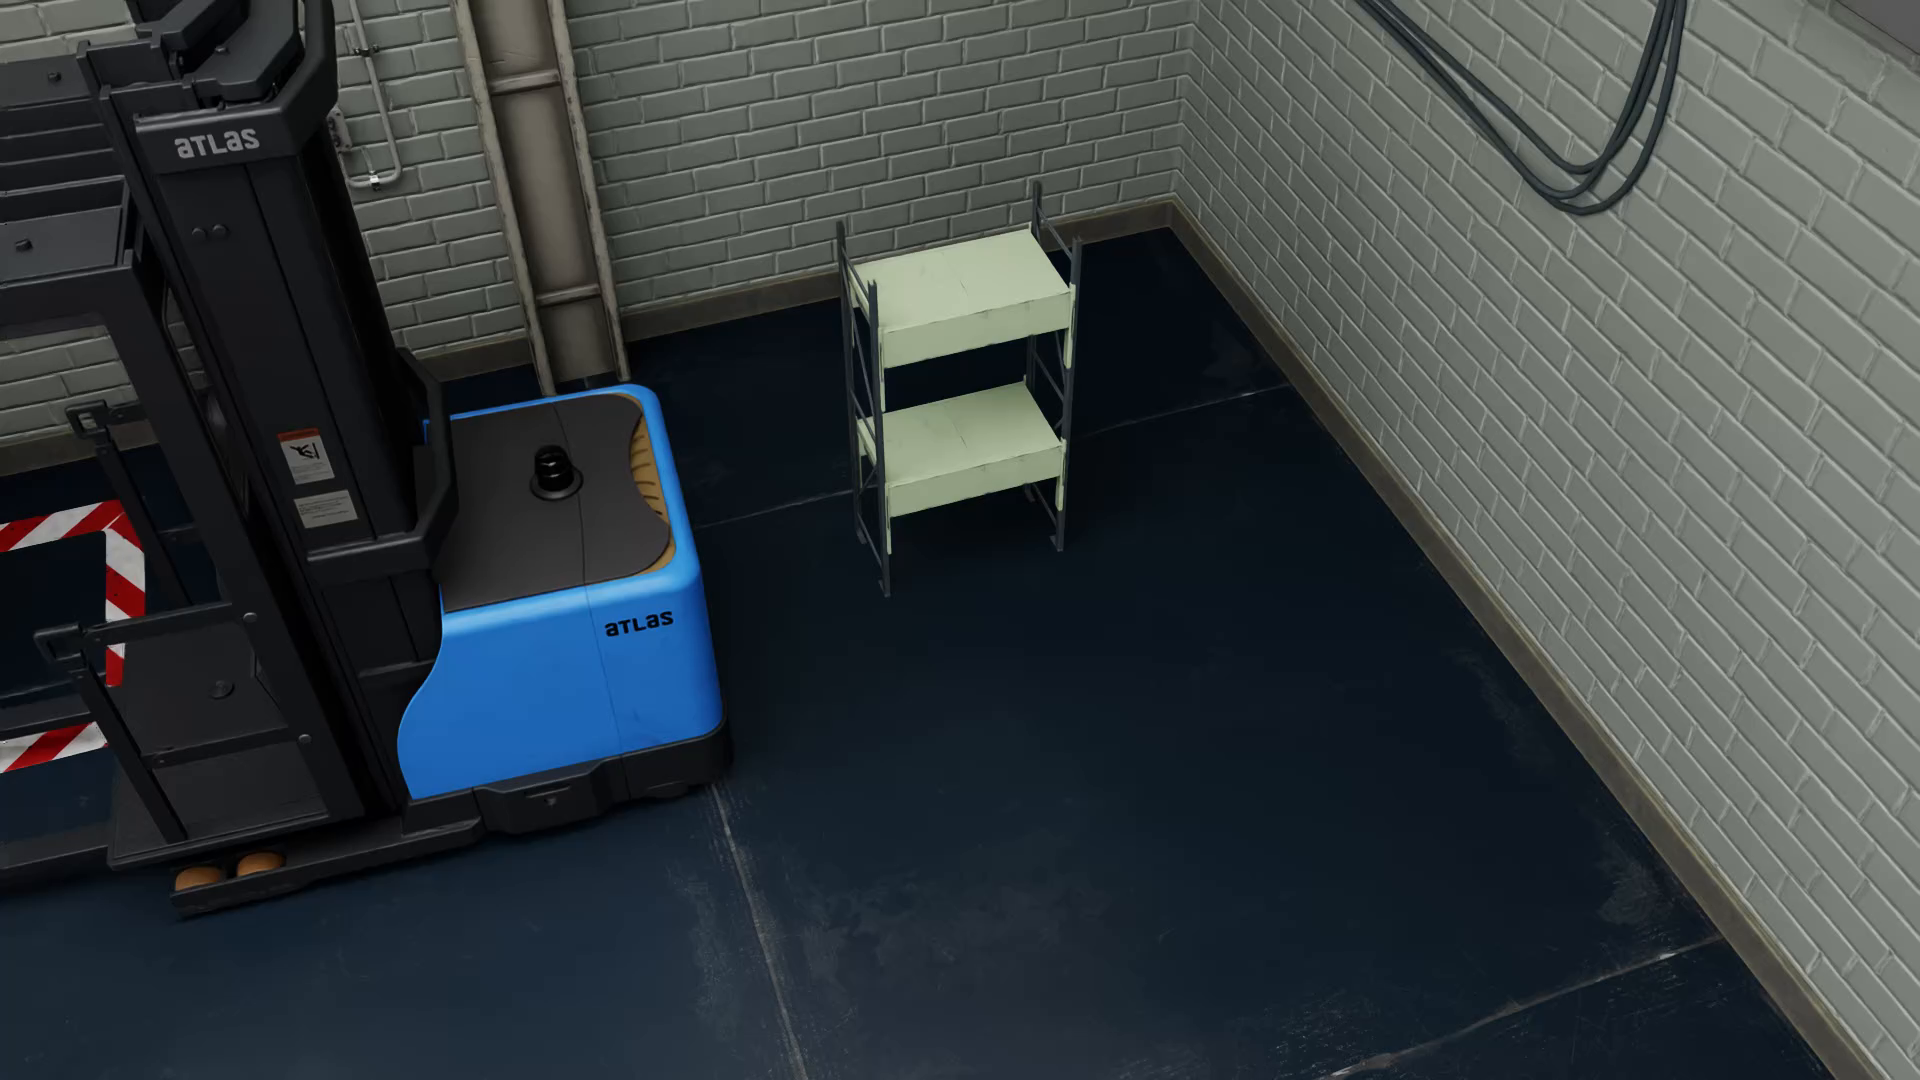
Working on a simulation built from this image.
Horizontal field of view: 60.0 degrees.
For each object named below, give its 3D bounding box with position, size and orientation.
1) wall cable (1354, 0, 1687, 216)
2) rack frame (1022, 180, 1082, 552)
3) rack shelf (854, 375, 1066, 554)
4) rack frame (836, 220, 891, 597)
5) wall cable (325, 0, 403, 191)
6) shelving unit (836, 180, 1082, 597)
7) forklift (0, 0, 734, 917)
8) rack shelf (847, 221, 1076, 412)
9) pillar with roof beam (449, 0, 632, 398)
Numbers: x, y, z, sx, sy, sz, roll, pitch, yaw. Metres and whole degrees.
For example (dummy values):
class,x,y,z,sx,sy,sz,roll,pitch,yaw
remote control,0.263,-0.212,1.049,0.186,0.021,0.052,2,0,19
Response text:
class,x,y,z,sx,sy,sz,roll,pitch,yaw
wall cable,1.484,-2.753,5.332,0.112,2.526,3.097,-14,47,-14
rack frame,0.338,-0.616,6.305,0.023,1.500,0.400,-14,47,-14
rack shelf,-0.006,-0.298,6.448,0.720,0.370,0.431,-14,47,-14
rack frame,-0.351,-0.440,6.129,0.023,1.500,0.400,-14,47,-14
wall cable,-3.074,-1.906,5.814,1.851,1.984,0.084,-14,47,-14
shelving unit,-0.006,-0.528,6.217,0.755,1.500,0.431,-14,47,-14
forklift,-2.375,-0.219,4.899,3.031,2.935,1.130,-12,46,-11
rack shelf,-0.006,-0.803,5.941,0.720,0.370,0.431,-14,47,-14
pillar with roof beam,-0.249,-1.084,1.477,0.400,9.000,9.100,-14,47,-14
